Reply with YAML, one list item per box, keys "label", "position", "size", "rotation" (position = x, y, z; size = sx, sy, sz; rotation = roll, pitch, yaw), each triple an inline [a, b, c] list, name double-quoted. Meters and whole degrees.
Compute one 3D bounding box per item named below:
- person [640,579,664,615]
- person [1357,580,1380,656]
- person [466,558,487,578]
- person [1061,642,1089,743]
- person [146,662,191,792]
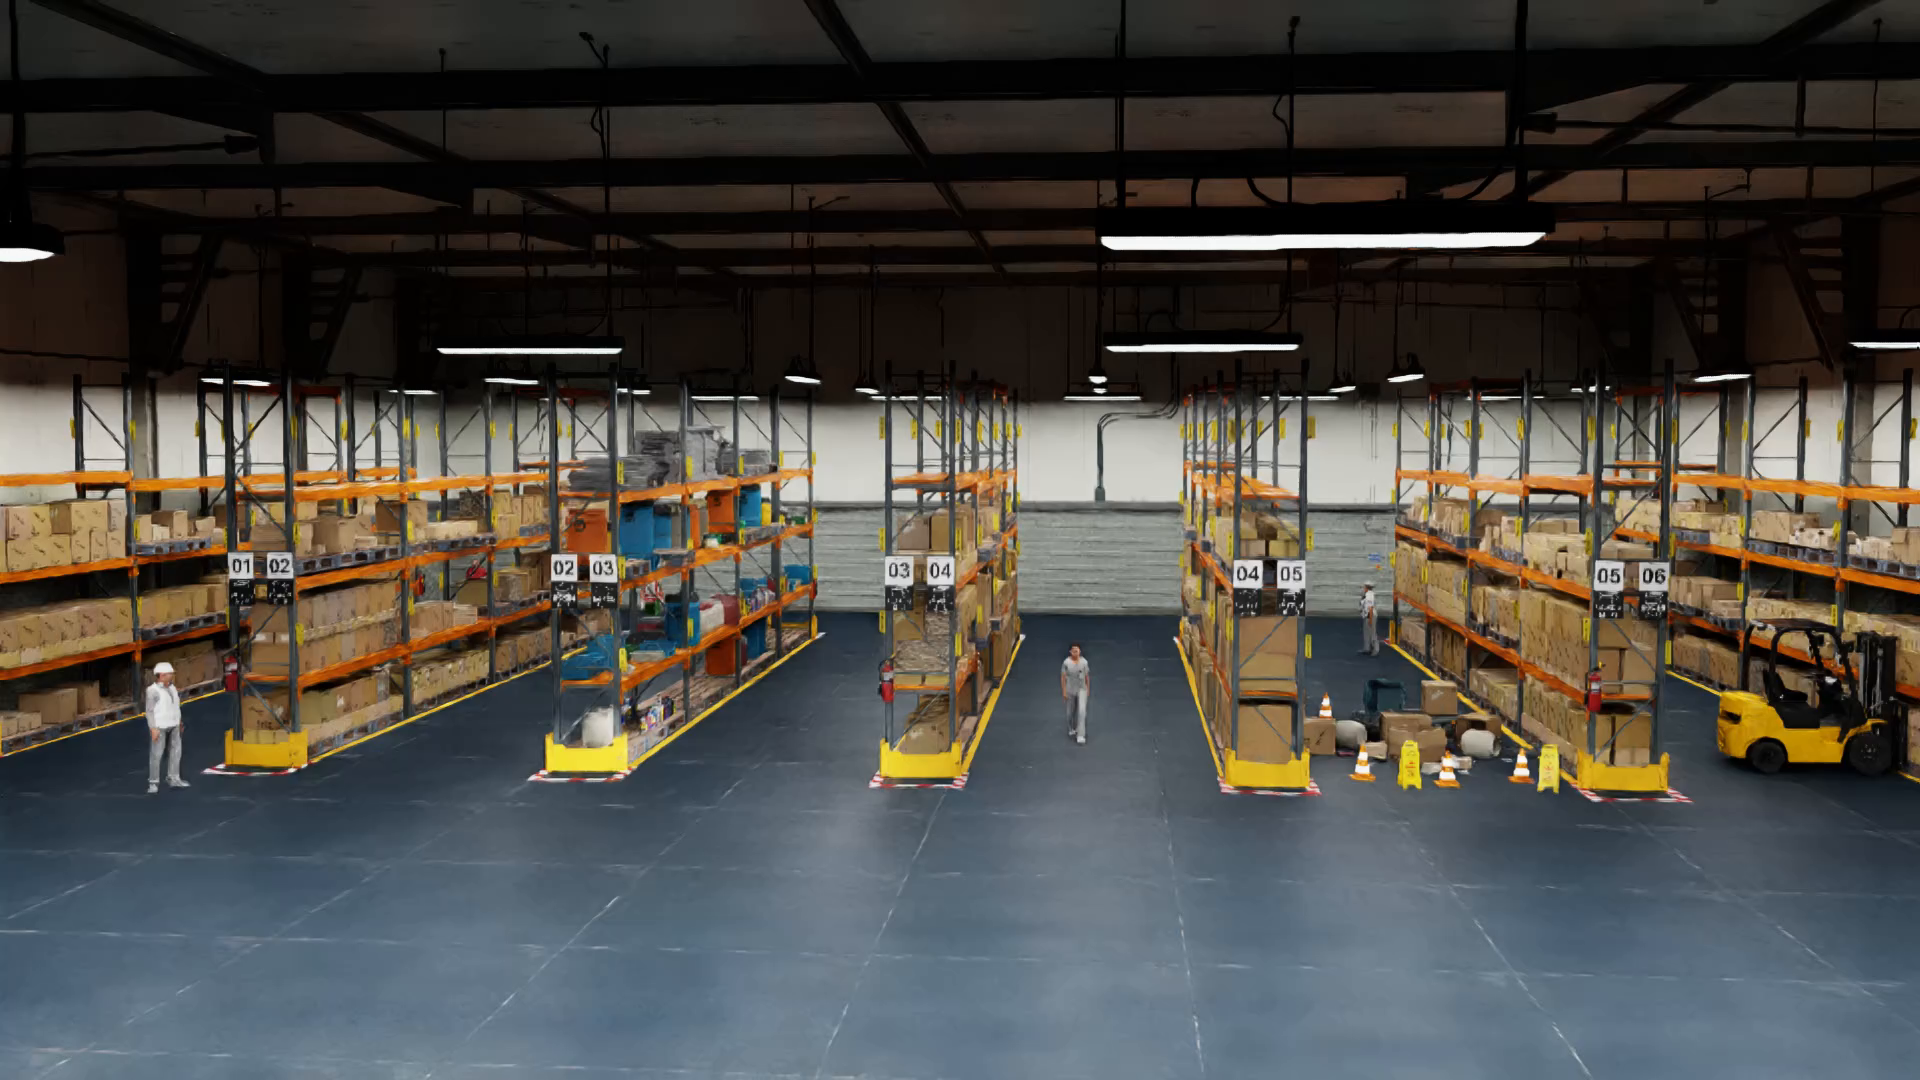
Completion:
- label: "person"
  position: [-7.506, 1.470, 40.417]
  size: [0.557, 1.704, 1.114]
  rotation: [0, 4, 3]
- label: "person"
  position: [9.130, 1.728, 37.117]
  size: [0.492, 1.657, 0.675]
  rotation: [1, 4, 13]
- label: "person"
  position: [-12.713, 1.284, 43.690]
  size: [0.545, 1.640, 1.116]
  rotation: [0, 4, 3]
- label: "person"
  position: [1.852, 2.426, 26.837]
  size: [0.446, 1.590, 1.109]
  rotation: [1, 4, 8]
- label: "person"
  position: [-11.052, 2.579, 23.128]
  size: [0.400, 1.780, 0.611]
  rotation: [1, 4, 19]
